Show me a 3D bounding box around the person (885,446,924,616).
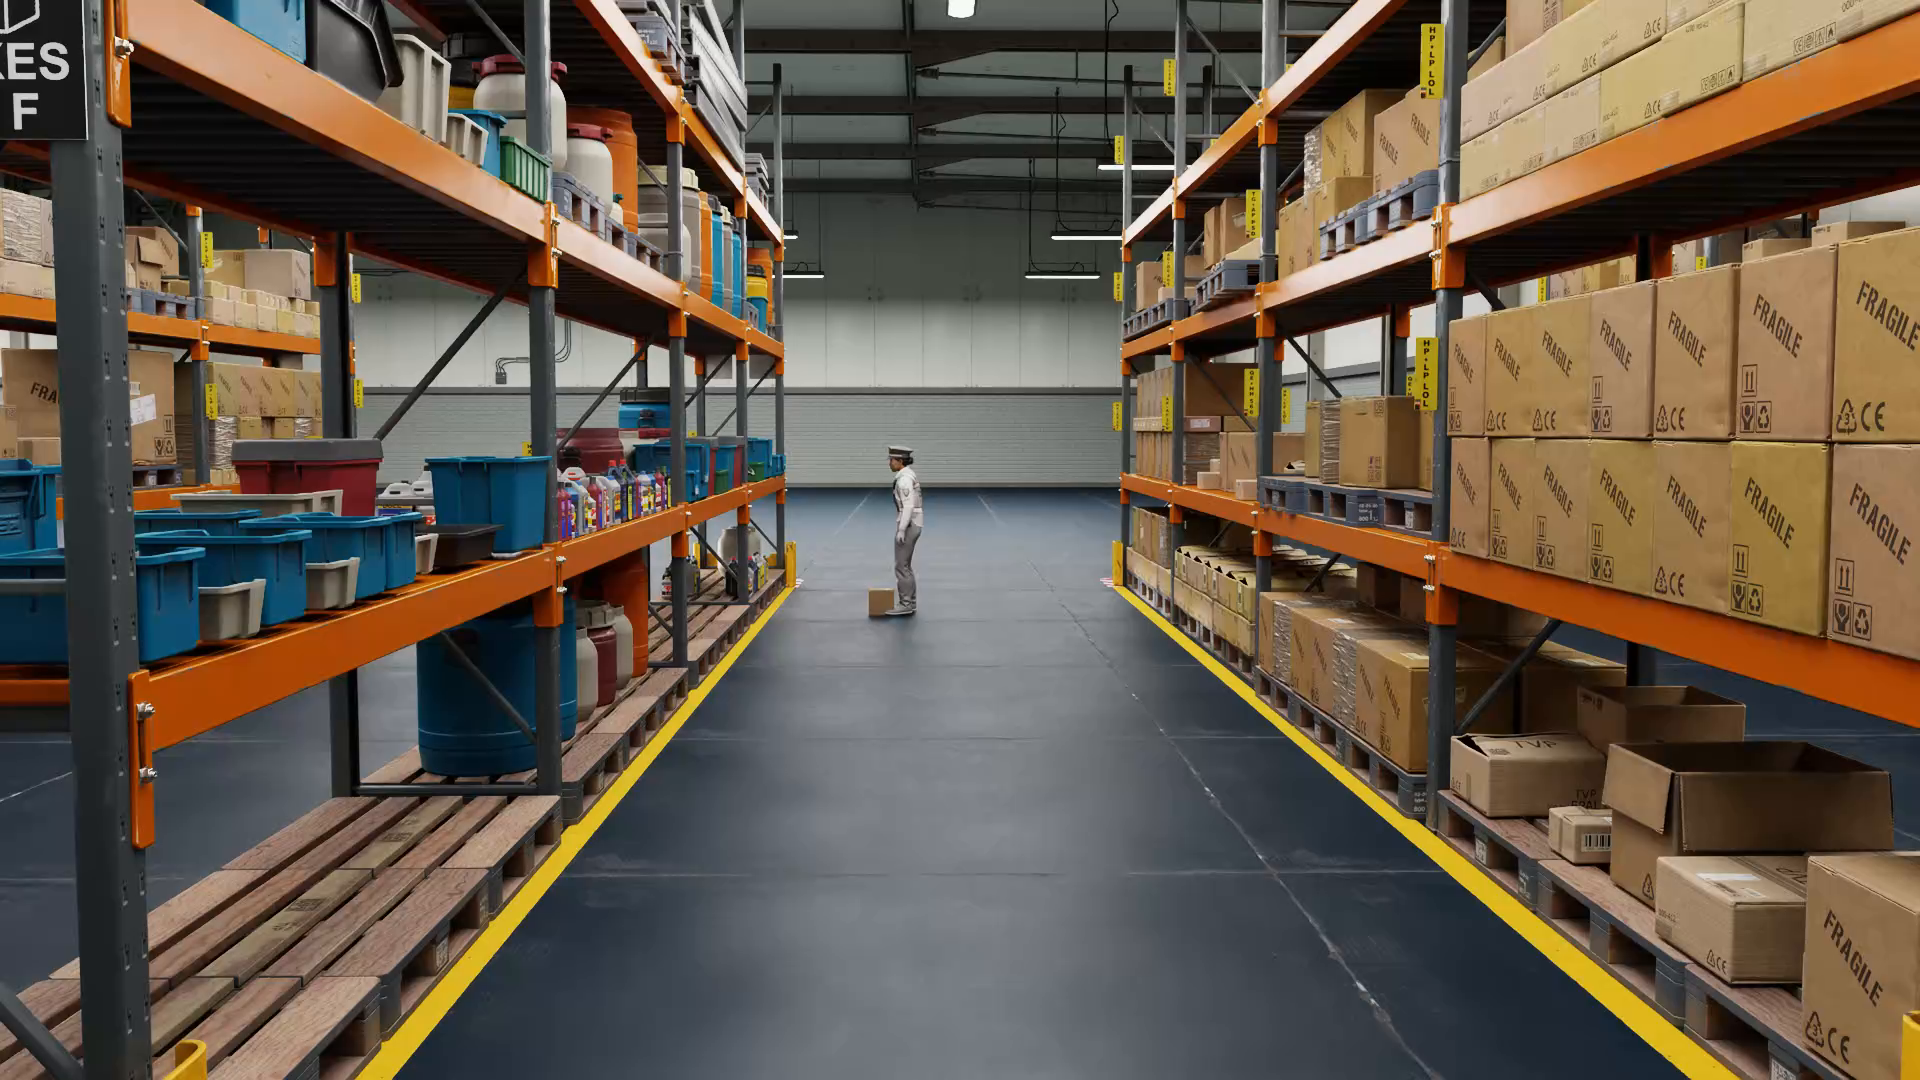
[{"bbox_3d":[-0.554,-0.097,16.406,0.403,1.663,0.529,0,4,-1],"label":"person"}]
